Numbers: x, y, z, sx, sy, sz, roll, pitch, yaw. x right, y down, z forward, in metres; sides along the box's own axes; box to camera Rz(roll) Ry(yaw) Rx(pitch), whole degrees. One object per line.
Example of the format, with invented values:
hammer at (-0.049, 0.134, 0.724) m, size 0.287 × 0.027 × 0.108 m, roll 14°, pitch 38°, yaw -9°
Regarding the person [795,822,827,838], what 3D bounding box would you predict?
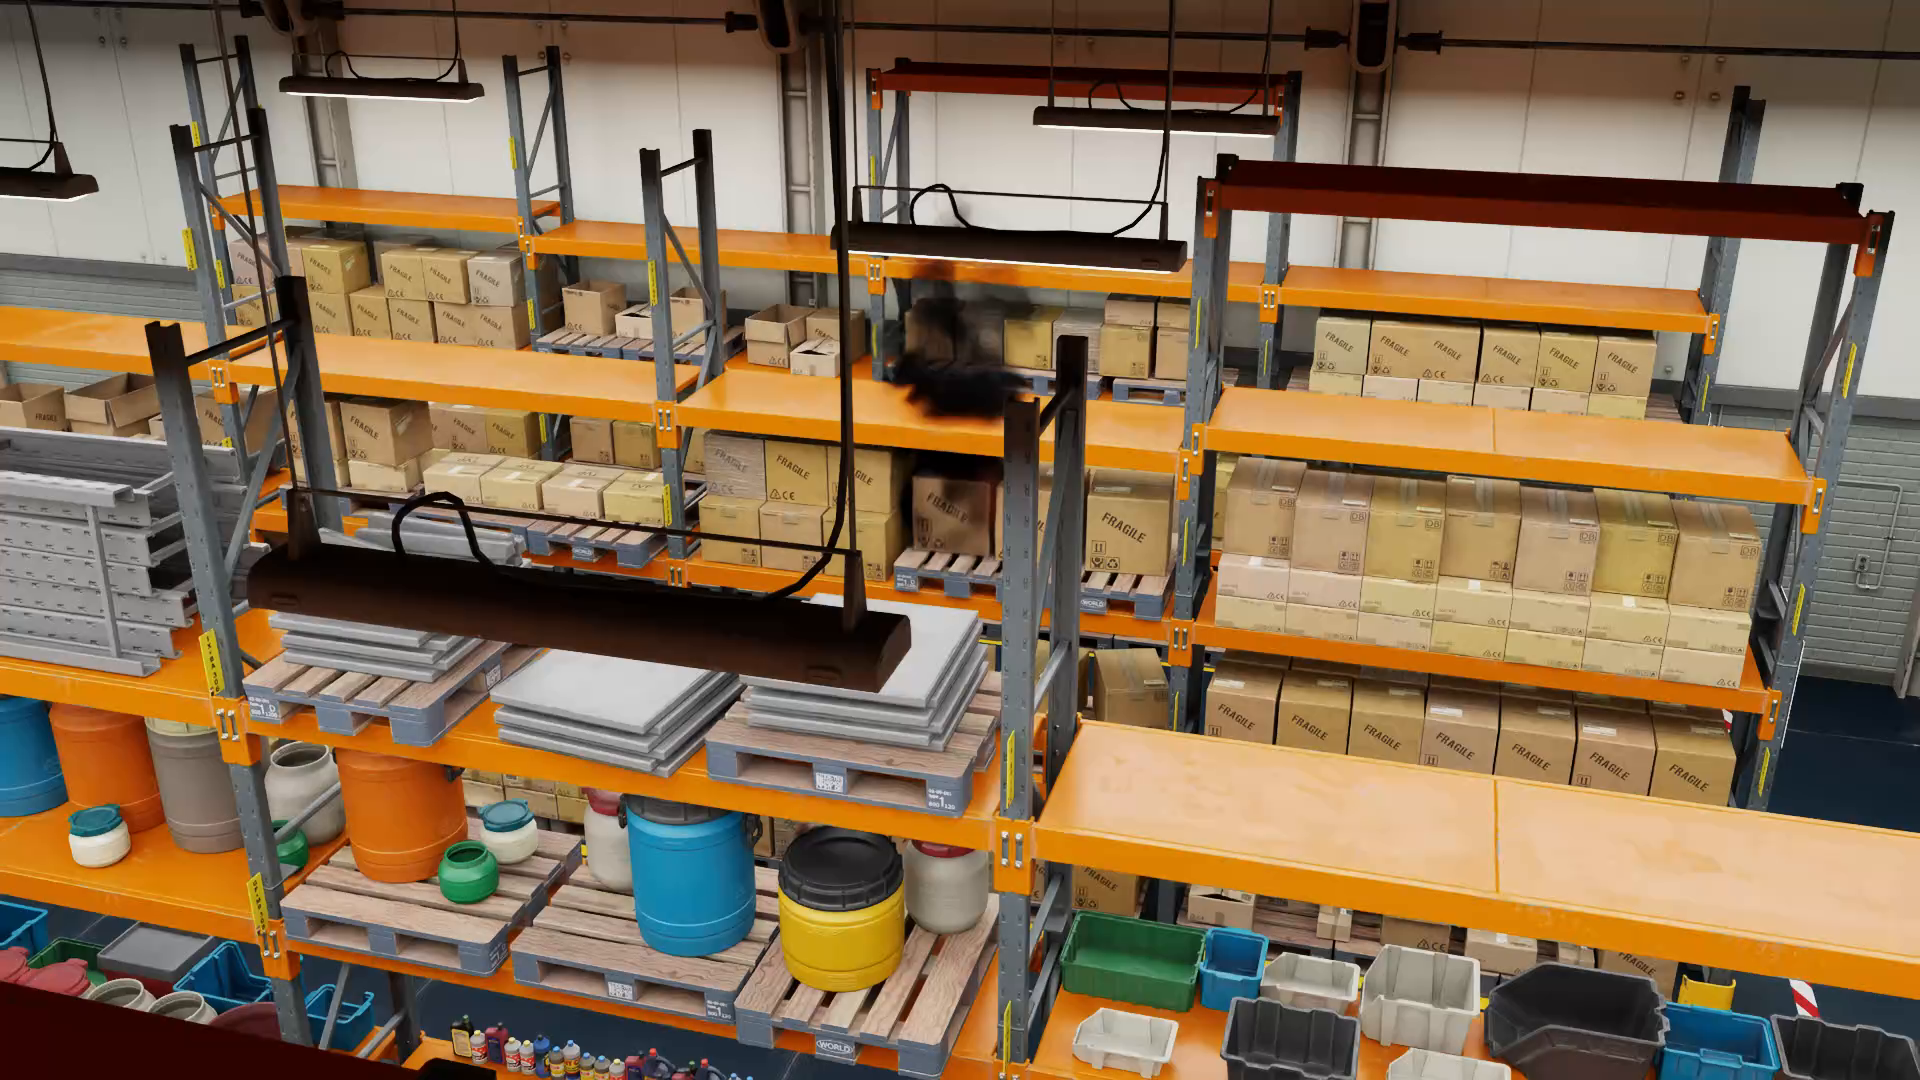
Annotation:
person at (-1.045, 2.628, 11.629) m, size 0.629 × 1.606 × 0.509 m, roll 0°, pitch 23°, yaw 1°
